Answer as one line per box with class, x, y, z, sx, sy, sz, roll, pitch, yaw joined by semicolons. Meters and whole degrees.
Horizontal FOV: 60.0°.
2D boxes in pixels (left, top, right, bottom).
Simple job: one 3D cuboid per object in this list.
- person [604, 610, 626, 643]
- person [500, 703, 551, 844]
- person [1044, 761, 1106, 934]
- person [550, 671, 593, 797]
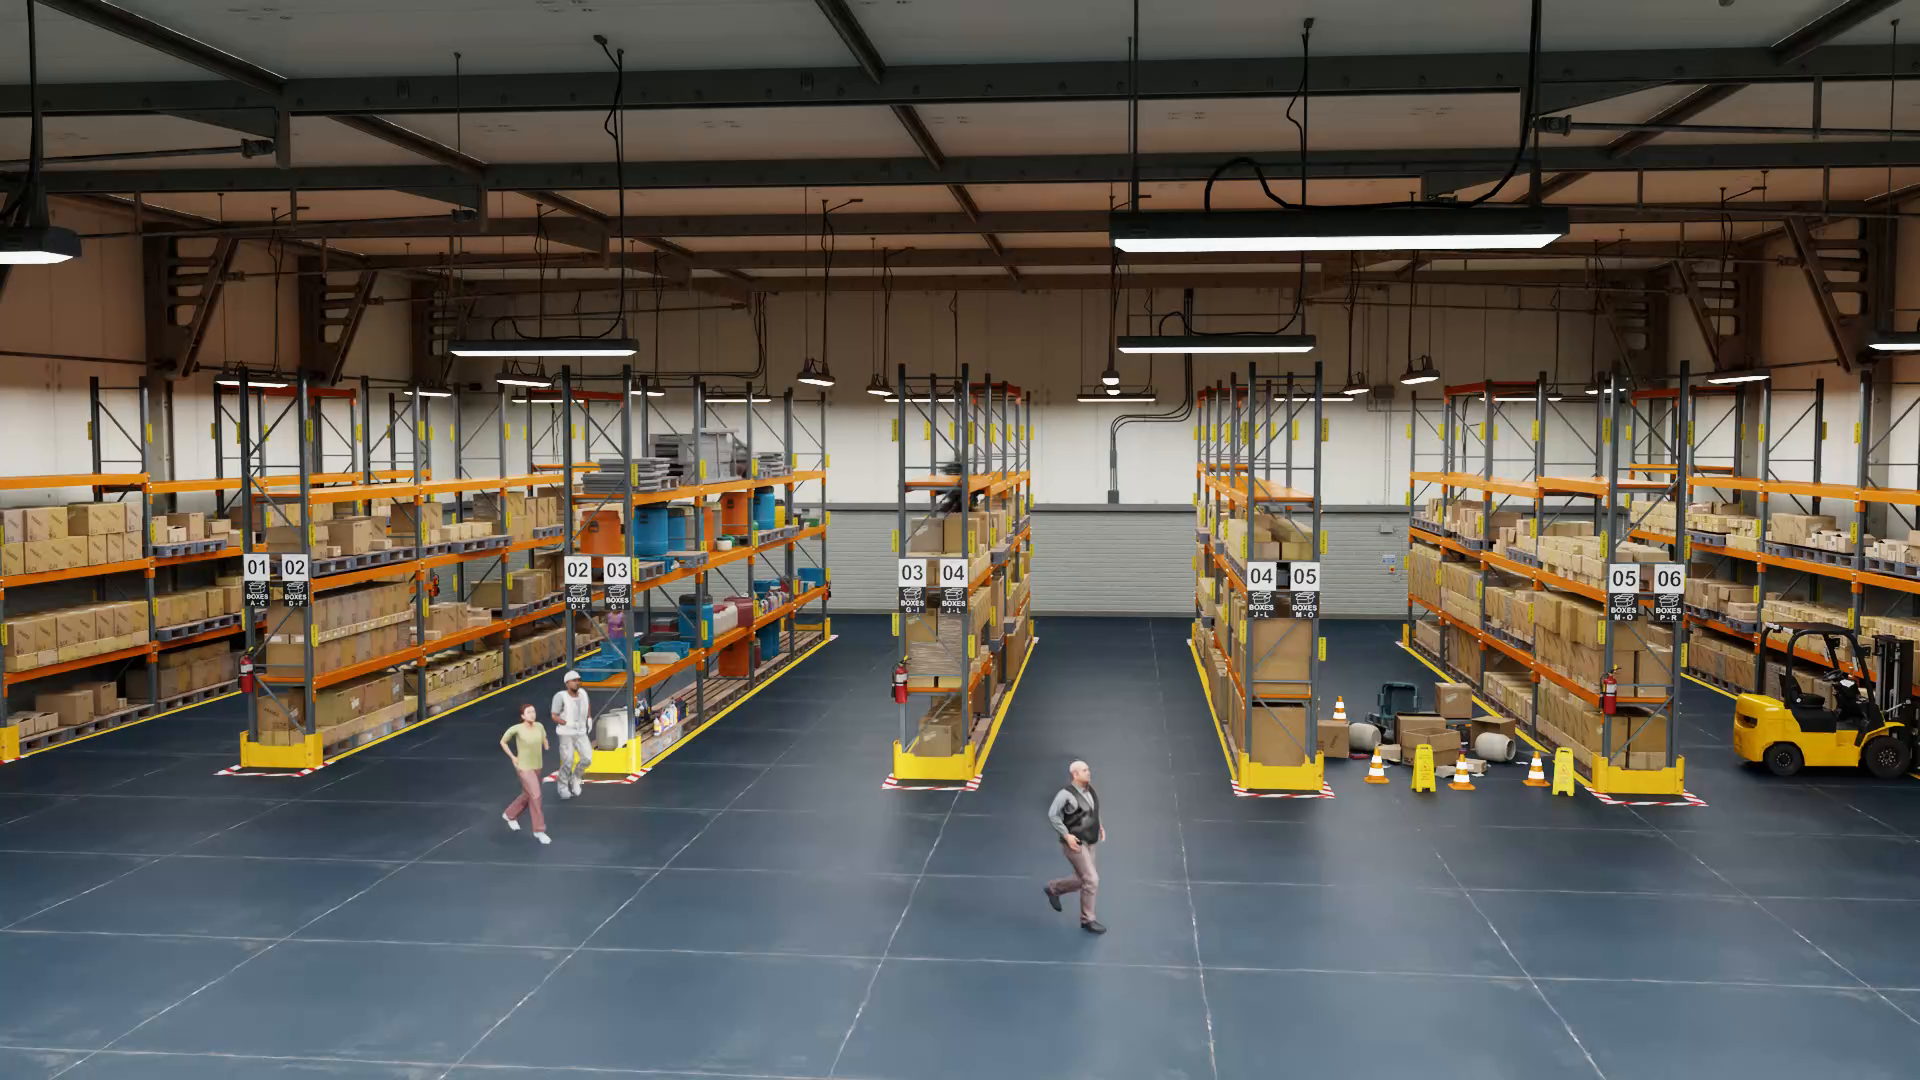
person;-6.982;2.041;33.674;0.508;1.599;0.667;0;4;-3
person;-5.332;2.844;20.571;0.896;1.691;0.559;3;5;36
person;1.158;3.081;16.878;0.796;1.707;0.678;3;4;35
person;-5.258;2.659;22.777;0.714;1.747;0.632;-4;5;-45
